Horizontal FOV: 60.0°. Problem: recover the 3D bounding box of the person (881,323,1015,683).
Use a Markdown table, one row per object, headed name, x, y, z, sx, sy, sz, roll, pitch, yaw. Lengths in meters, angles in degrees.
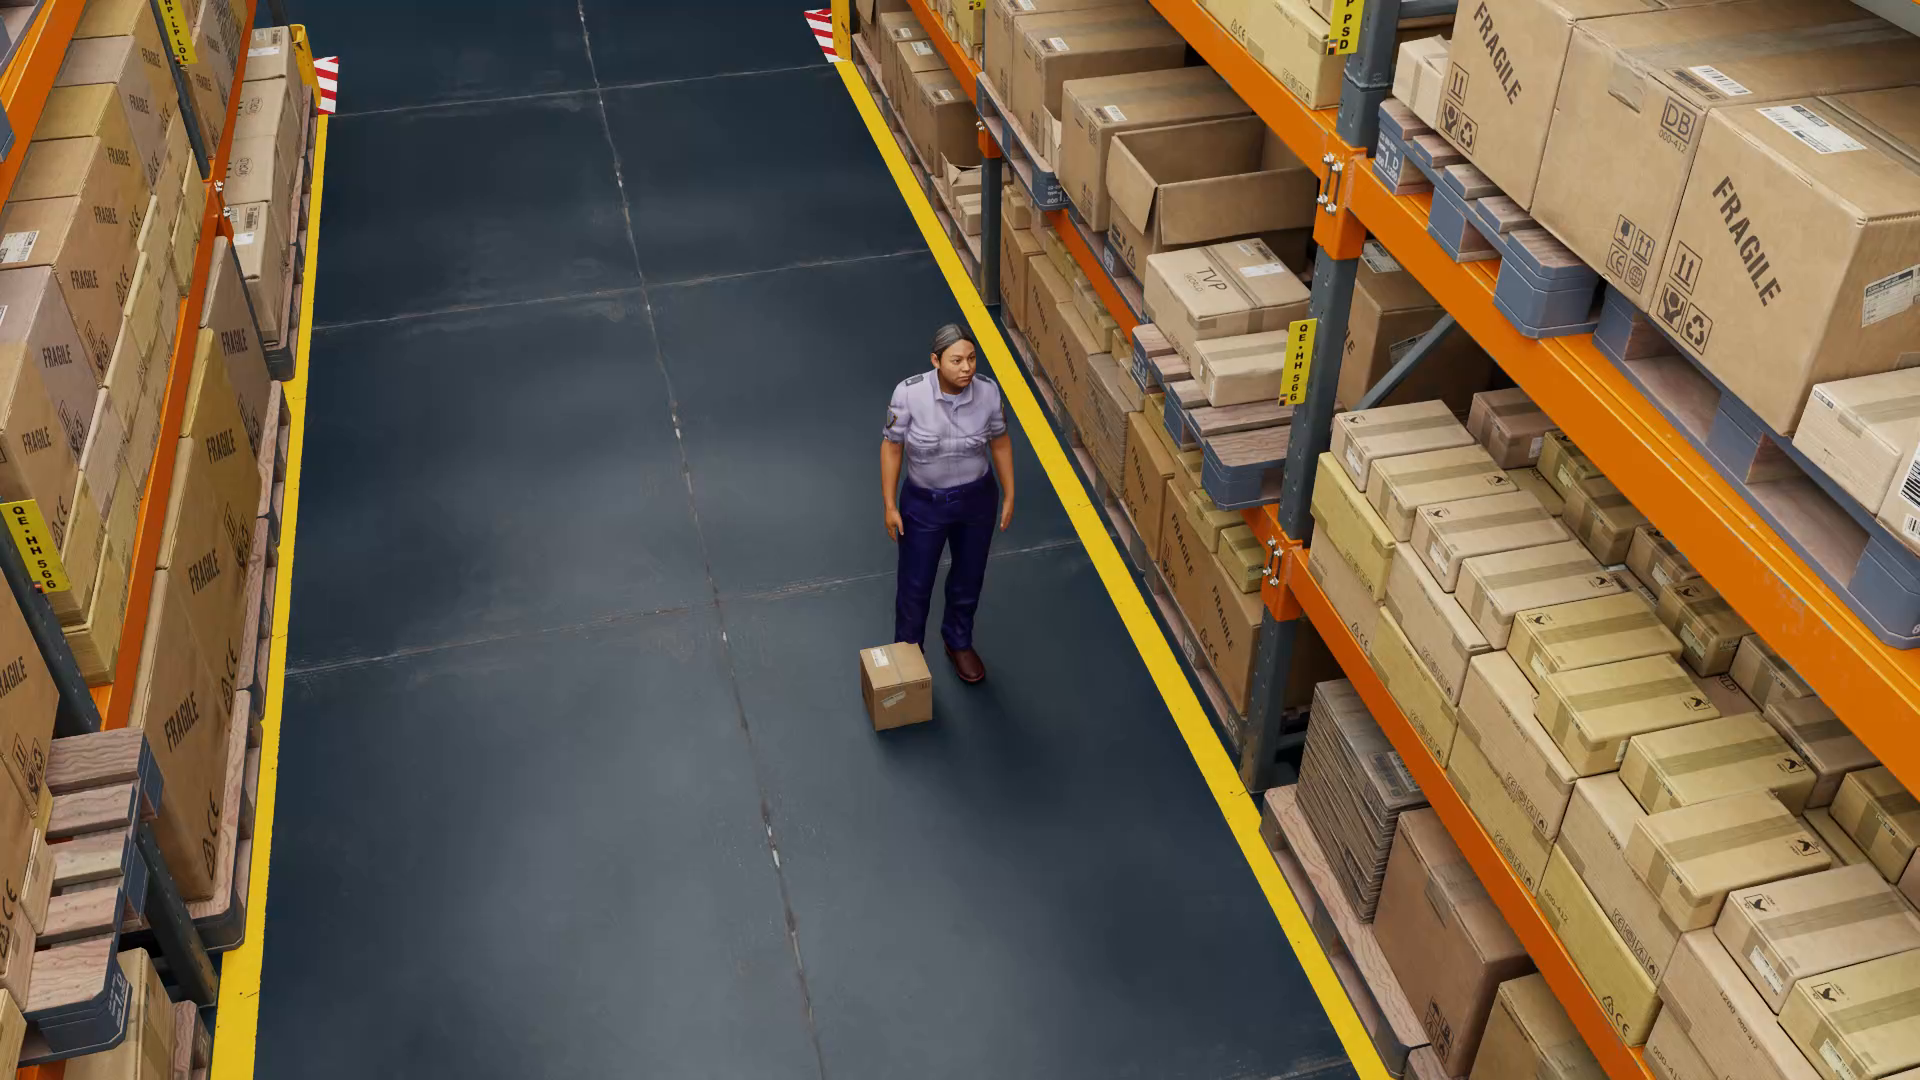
| name | x | y | z | sx | sy | sz | roll | pitch | yaw |
| --- | --- | --- | --- | --- | --- | --- | --- | --- | --- |
| person | -0.042 | -0.087 | 6.820 | 0.598 | 1.651 | 0.502 | -9 | 39 | -12 |
